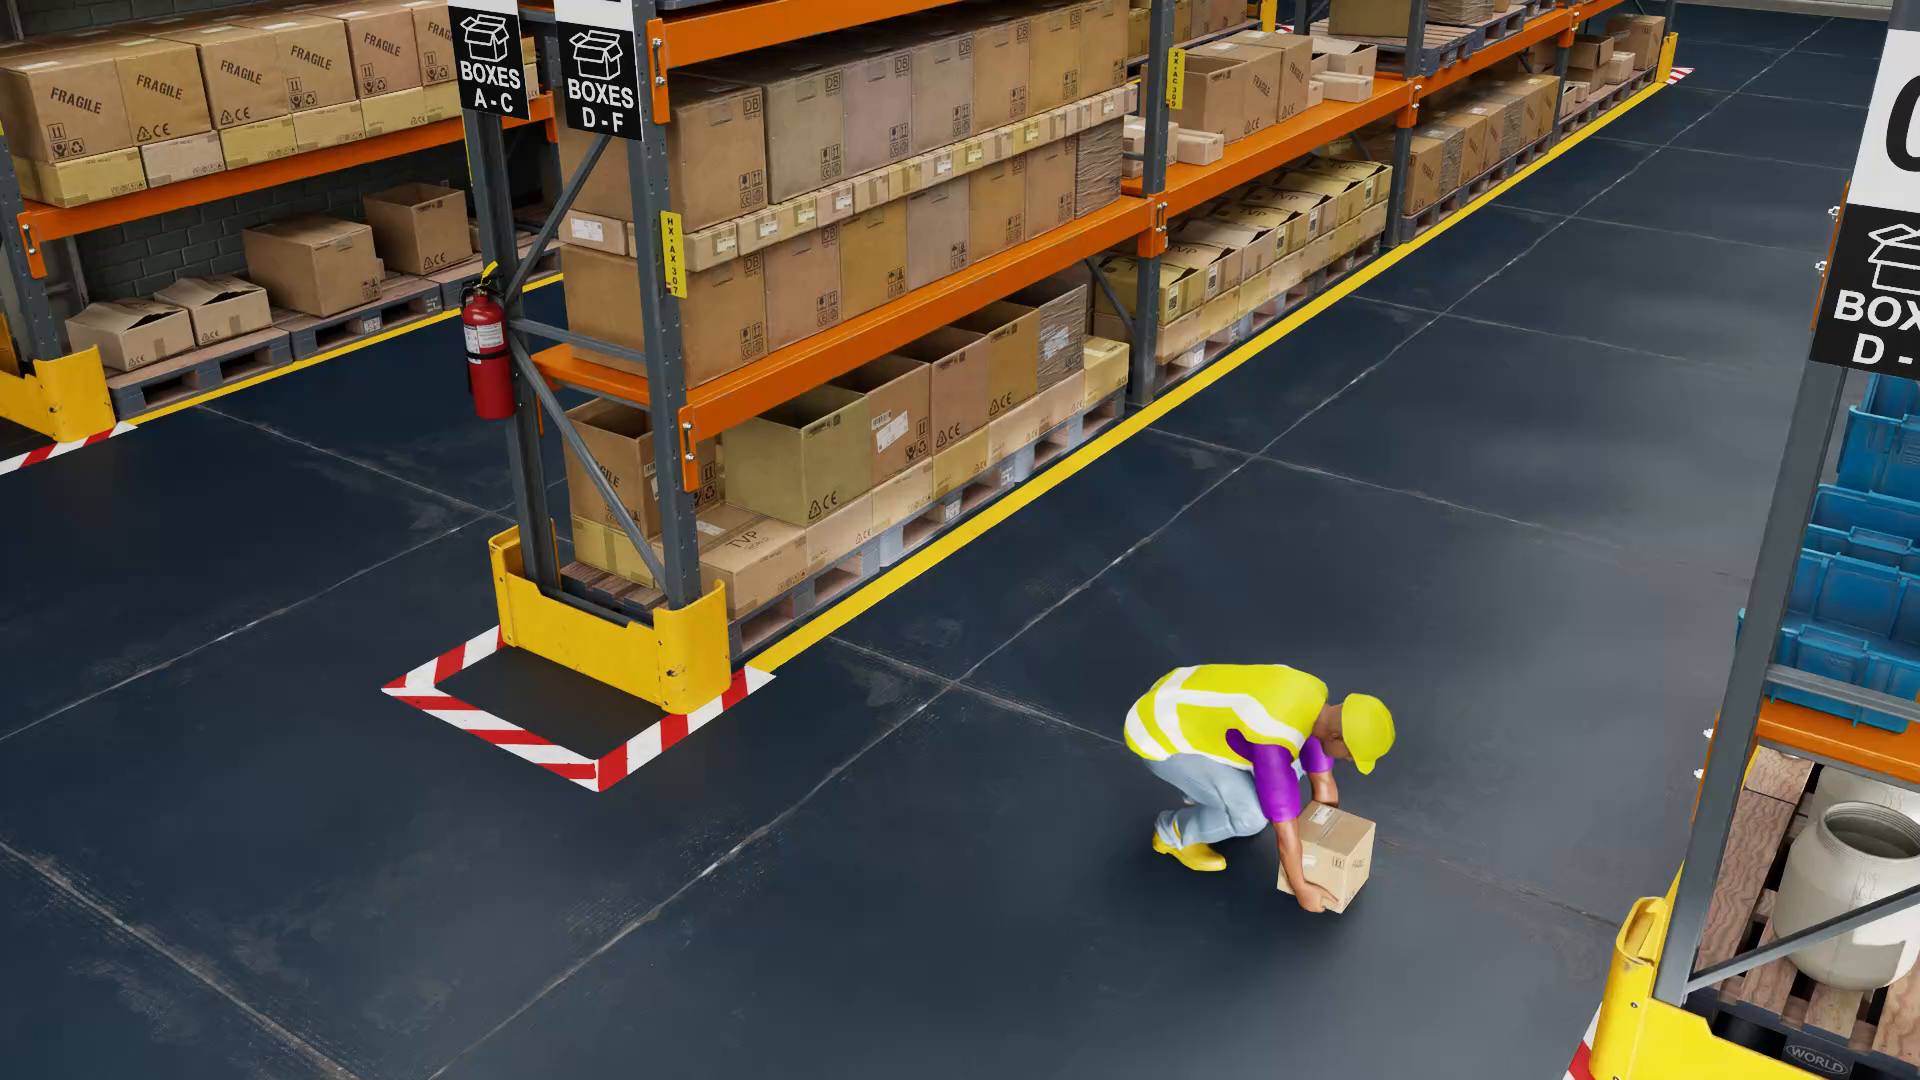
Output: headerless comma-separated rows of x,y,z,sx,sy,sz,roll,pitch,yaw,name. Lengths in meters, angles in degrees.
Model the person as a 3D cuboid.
1.083,0.830,6.069,0.954,0.828,0.529,16,31,29,person
